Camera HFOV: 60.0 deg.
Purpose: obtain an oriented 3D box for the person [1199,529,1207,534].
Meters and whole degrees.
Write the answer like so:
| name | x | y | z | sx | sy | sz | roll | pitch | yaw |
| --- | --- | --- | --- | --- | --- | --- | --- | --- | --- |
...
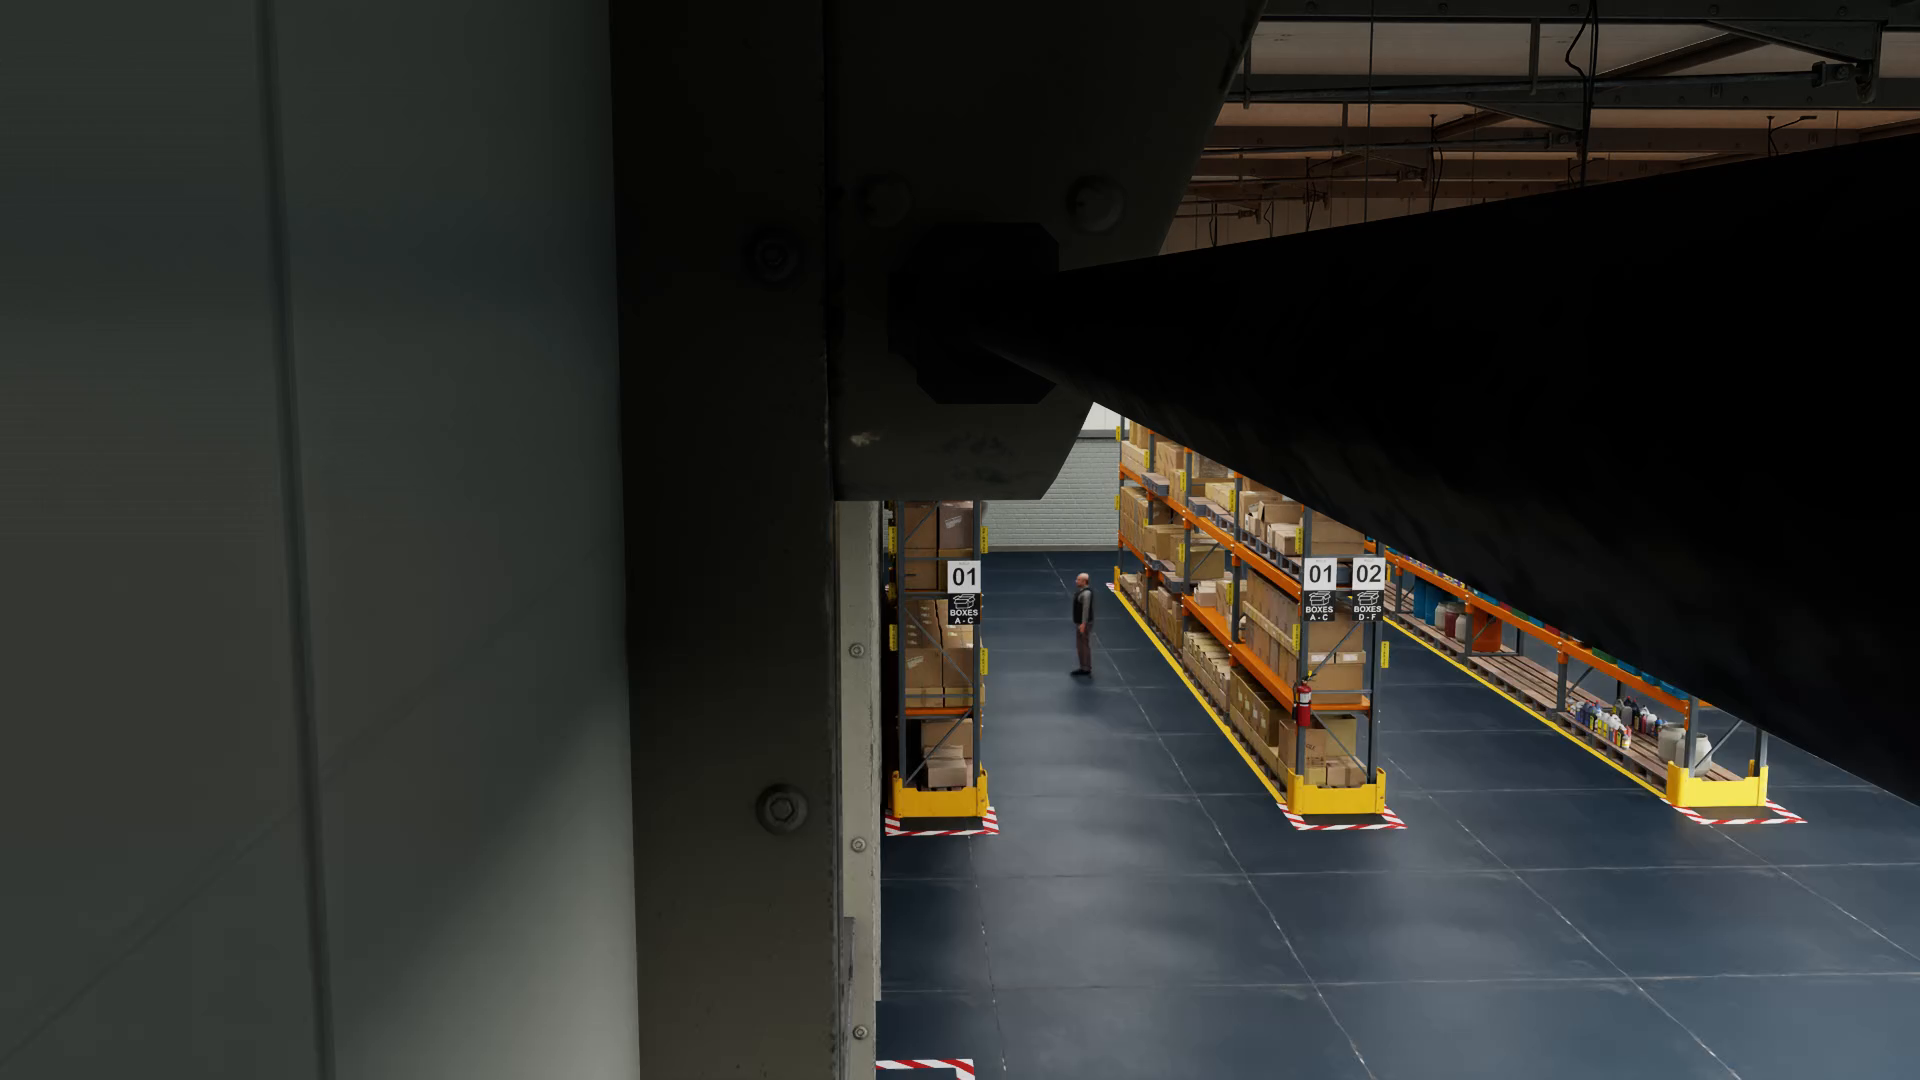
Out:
| name | x | y | z | sx | sy | sz | roll | pitch | yaw |
| --- | --- | --- | --- | --- | --- | --- | --- | --- | --- |
| person | 5.827 | -0.072 | 38.353 | 0.563 | 1.793 | 0.470 | -3 | 9 | -23 |

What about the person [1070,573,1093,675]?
| name | x | y | z | sx | sy | sz | roll | pitch | yaw |
| --- | --- | --- | --- | --- | --- | --- | --- | --- | --- |
| person | 2.061 | 1.414 | 28.222 | 0.384 | 1.721 | 0.606 | 0 | 8 | -1 |
